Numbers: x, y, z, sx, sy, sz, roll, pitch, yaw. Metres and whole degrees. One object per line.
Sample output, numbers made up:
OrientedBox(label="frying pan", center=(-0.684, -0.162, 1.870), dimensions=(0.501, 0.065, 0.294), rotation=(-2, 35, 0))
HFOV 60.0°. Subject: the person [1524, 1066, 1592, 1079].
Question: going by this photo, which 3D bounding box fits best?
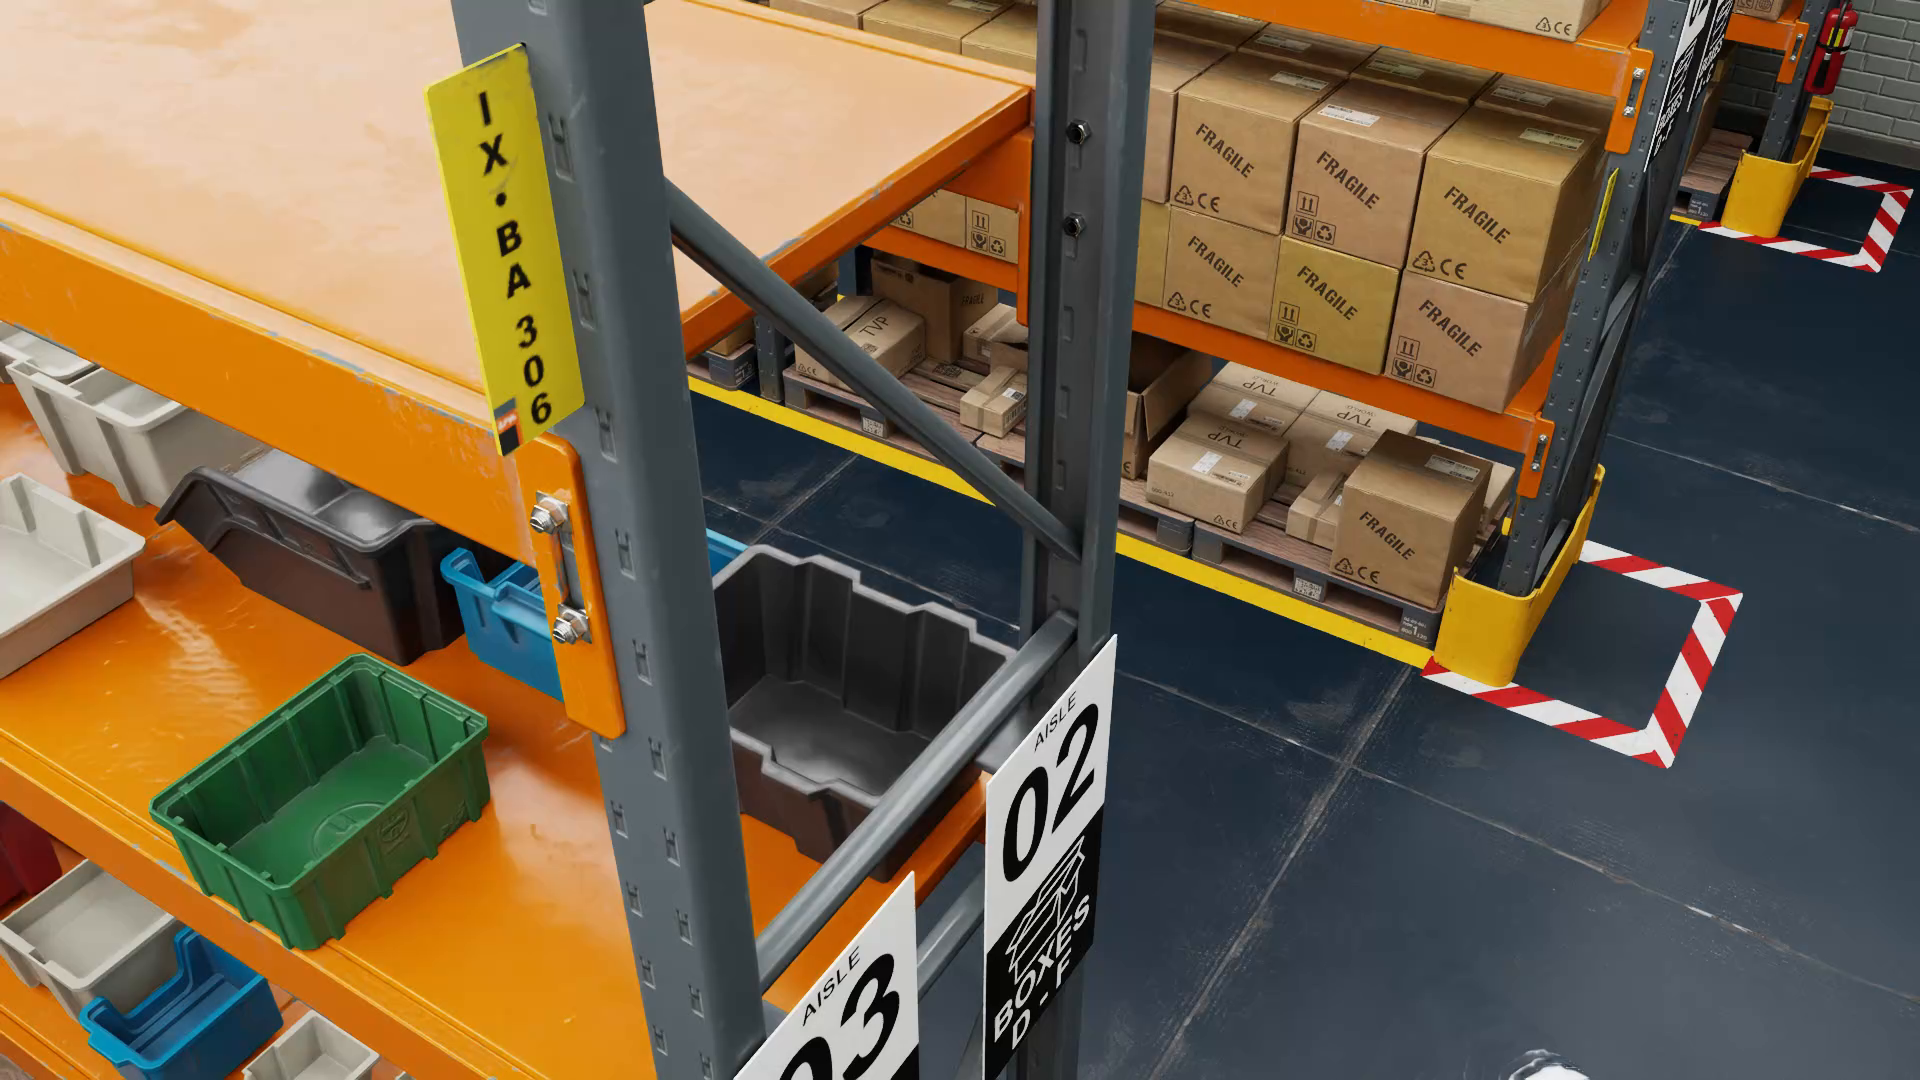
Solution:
OrientedBox(label="person", center=(1.386, 1.890, 4.206), dimensions=(0.555, 1.745, 0.743), rotation=(-17, 41, -20))
